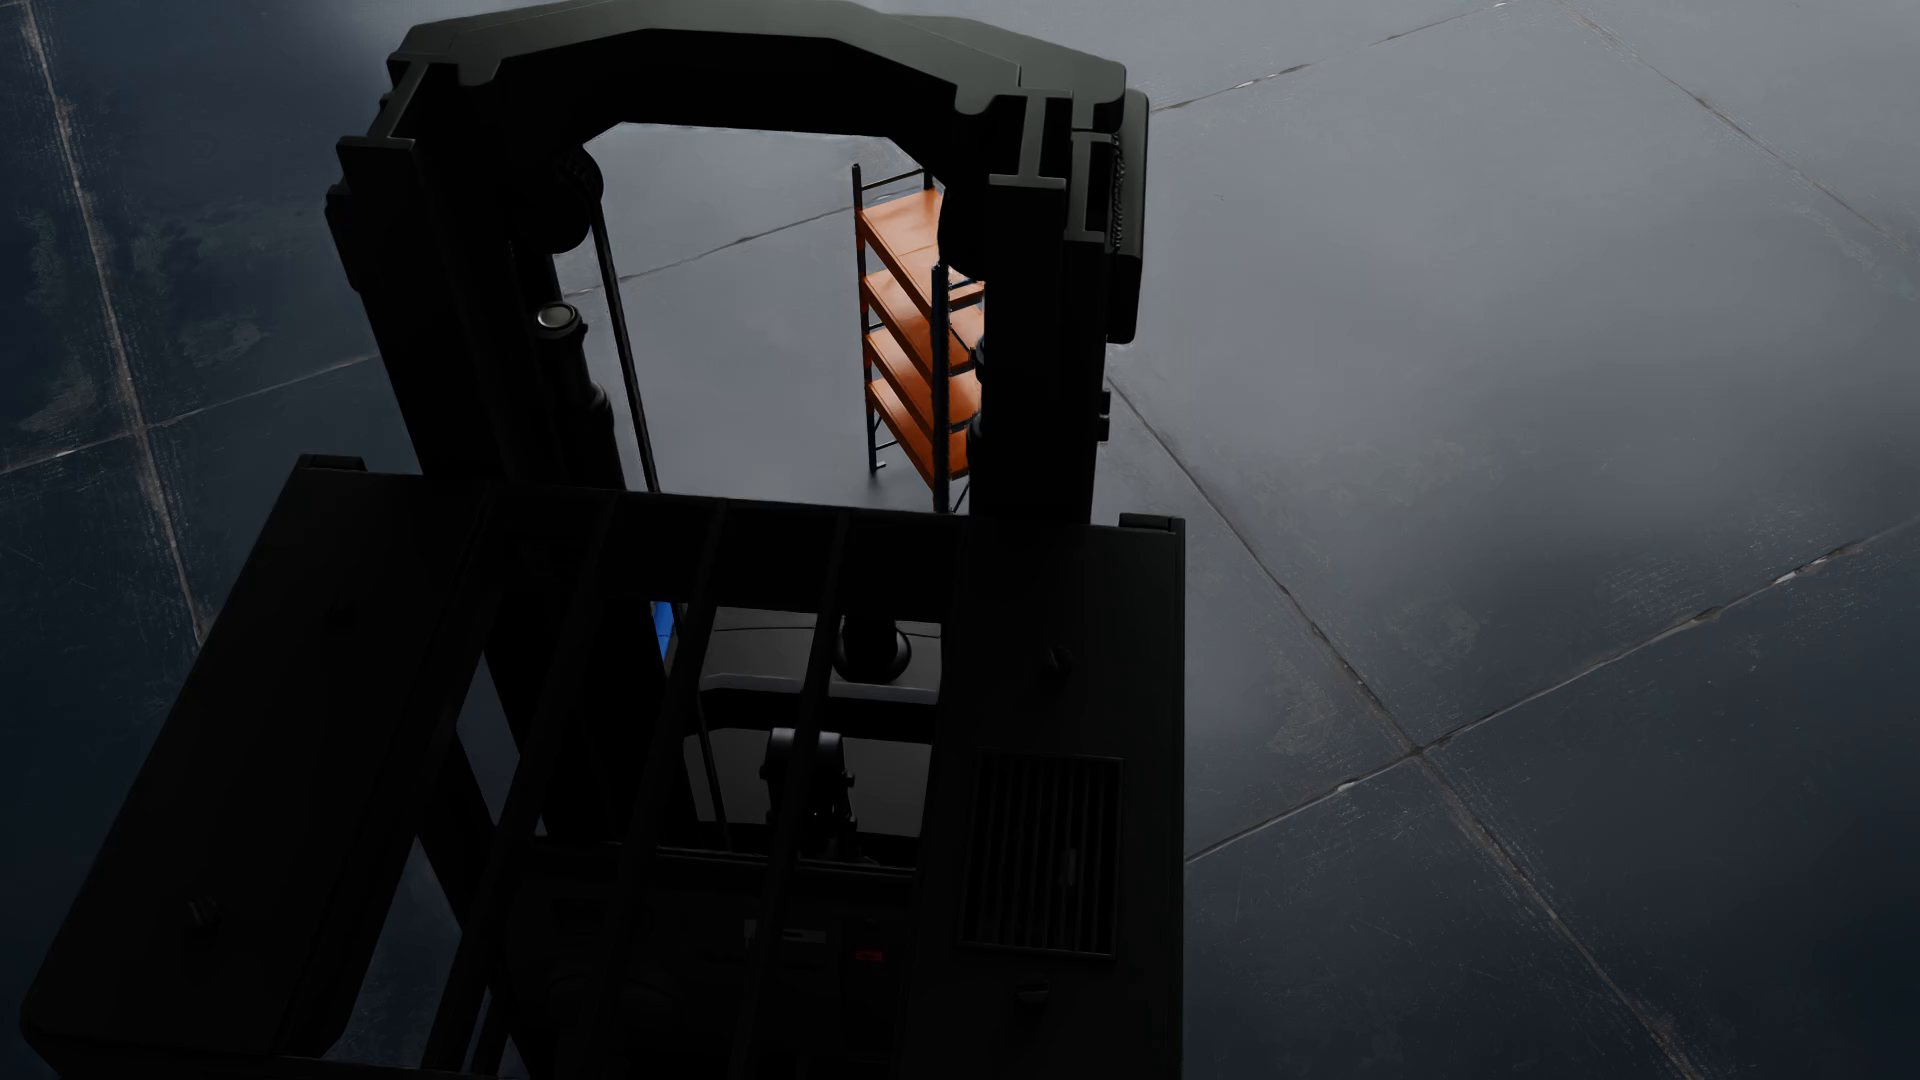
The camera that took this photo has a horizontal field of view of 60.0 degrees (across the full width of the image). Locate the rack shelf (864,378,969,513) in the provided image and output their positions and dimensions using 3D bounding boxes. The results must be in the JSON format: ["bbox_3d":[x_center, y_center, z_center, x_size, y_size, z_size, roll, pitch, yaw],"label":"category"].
[{"bbox_3d":[-0.076,-0.331,5.095,0.258,0.148,0.480,-21,52,-18],"label":"rack shelf"}]

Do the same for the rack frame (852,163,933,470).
[{"bbox_3d":[-0.187,-0.669,5.038,0.240,1.200,0.015,-21,52,-18],"label":"rack frame"}]

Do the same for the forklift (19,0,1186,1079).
[{"bbox_3d":[-0.301,0.838,2.570,1.130,2.935,3.031,4,49,4],"label":"forklift"}]

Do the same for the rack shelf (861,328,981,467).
[{"bbox_3d":[-0.076,-0.462,4.946,0.258,0.148,0.480,-21,52,-18],"label":"rack shelf"}]

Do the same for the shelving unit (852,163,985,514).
[{"bbox_3d":[-0.076,-0.506,4.895,0.258,1.200,0.503,-21,52,-18],"label":"shelving unit"}]

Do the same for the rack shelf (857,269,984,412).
[{"bbox_3d":[-0.076,-0.609,4.778,0.258,0.148,0.480,-21,52,-18],"label":"rack shelf"}]

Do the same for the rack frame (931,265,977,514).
[{"bbox_3d":[0.036,-0.342,4.752,0.240,1.200,0.015,-21,52,-18],"label":"rack frame"}]

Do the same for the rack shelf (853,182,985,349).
[{"bbox_3d":[-0.076,-0.765,4.599,0.258,0.148,0.480,-21,52,-18],"label":"rack shelf"}]
